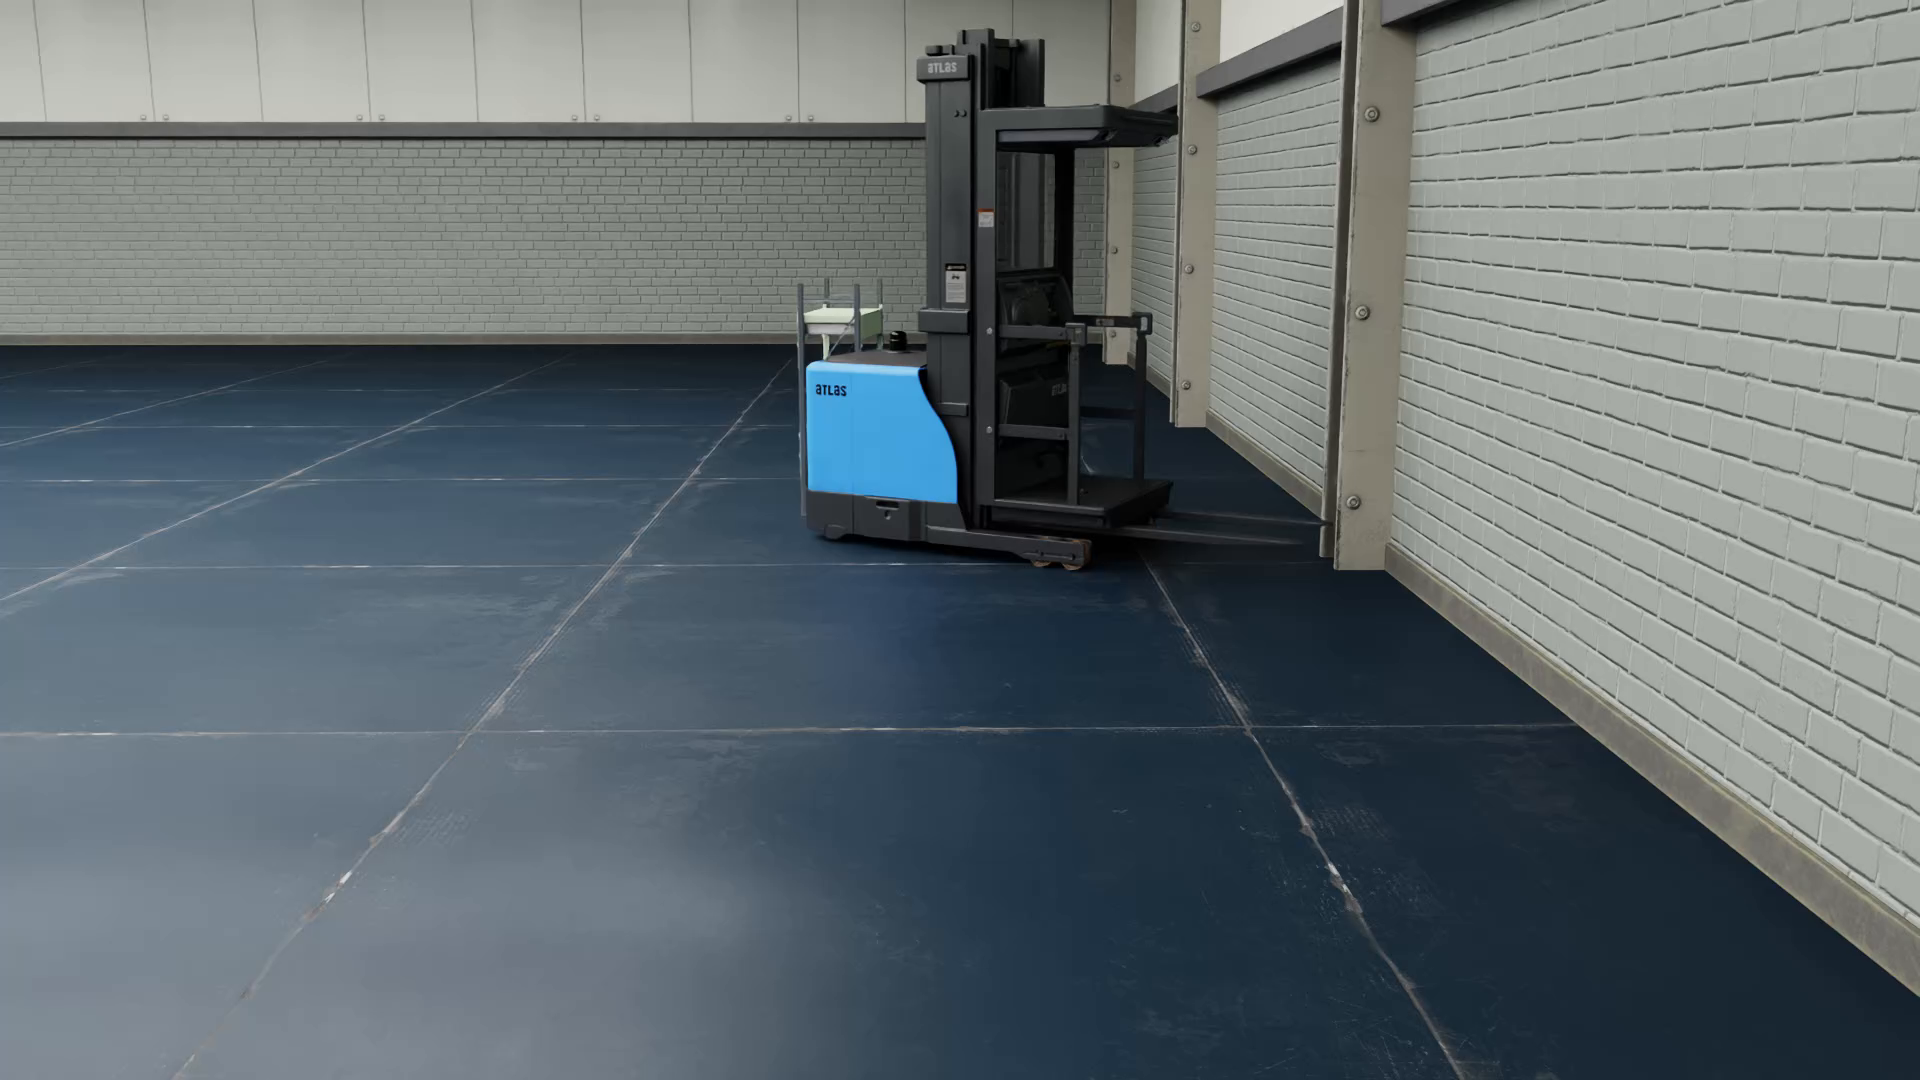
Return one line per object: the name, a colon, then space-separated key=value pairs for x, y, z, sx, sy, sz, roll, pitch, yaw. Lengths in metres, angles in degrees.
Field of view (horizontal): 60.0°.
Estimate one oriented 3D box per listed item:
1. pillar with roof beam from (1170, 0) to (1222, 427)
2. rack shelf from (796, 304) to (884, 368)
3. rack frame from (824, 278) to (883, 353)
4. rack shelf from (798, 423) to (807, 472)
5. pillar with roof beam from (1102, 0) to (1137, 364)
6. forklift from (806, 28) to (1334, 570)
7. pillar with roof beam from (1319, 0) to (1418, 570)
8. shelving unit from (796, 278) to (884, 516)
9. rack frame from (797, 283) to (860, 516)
pillar with roof beam: x=-2.191 y=-5.459 z=14.333 sx=9.100 sy=9.000 sz=0.400 roll=0 pitch=11 yaw=-1
rack shelf: x=-0.777 y=-1.341 z=10.933 sx=0.431 sy=0.370 sz=0.720 roll=2 pitch=12 yaw=8
rack frame: x=-0.722 y=-1.030 z=11.365 sx=0.400 sy=1.500 sz=0.023 roll=2 pitch=12 yaw=8
rack shelf: x=-0.777 y=-0.639 z=11.075 sx=0.431 sy=0.370 sz=0.720 roll=2 pitch=12 yaw=8
pillar with roof beam: x=-2.315 y=-6.651 z=20.212 sx=9.100 sy=9.000 sz=0.400 roll=0 pitch=11 yaw=-1
forklift: x=0.619 y=-1.389 z=9.536 sx=3.031 sy=2.935 sz=1.130 roll=6 pitch=13 yaw=27
pillar with roof beam: x=-2.067 y=-4.266 z=8.454 sx=9.100 sy=9.000 sz=0.400 roll=0 pitch=11 yaw=-1
shelving unit: x=-0.777 y=-0.958 z=11.010 sx=0.431 sy=1.500 sz=0.755 roll=2 pitch=12 yaw=8
rack frame: x=-0.832 y=-0.886 z=10.656 sx=0.400 sy=1.500 sz=0.023 roll=2 pitch=12 yaw=8
